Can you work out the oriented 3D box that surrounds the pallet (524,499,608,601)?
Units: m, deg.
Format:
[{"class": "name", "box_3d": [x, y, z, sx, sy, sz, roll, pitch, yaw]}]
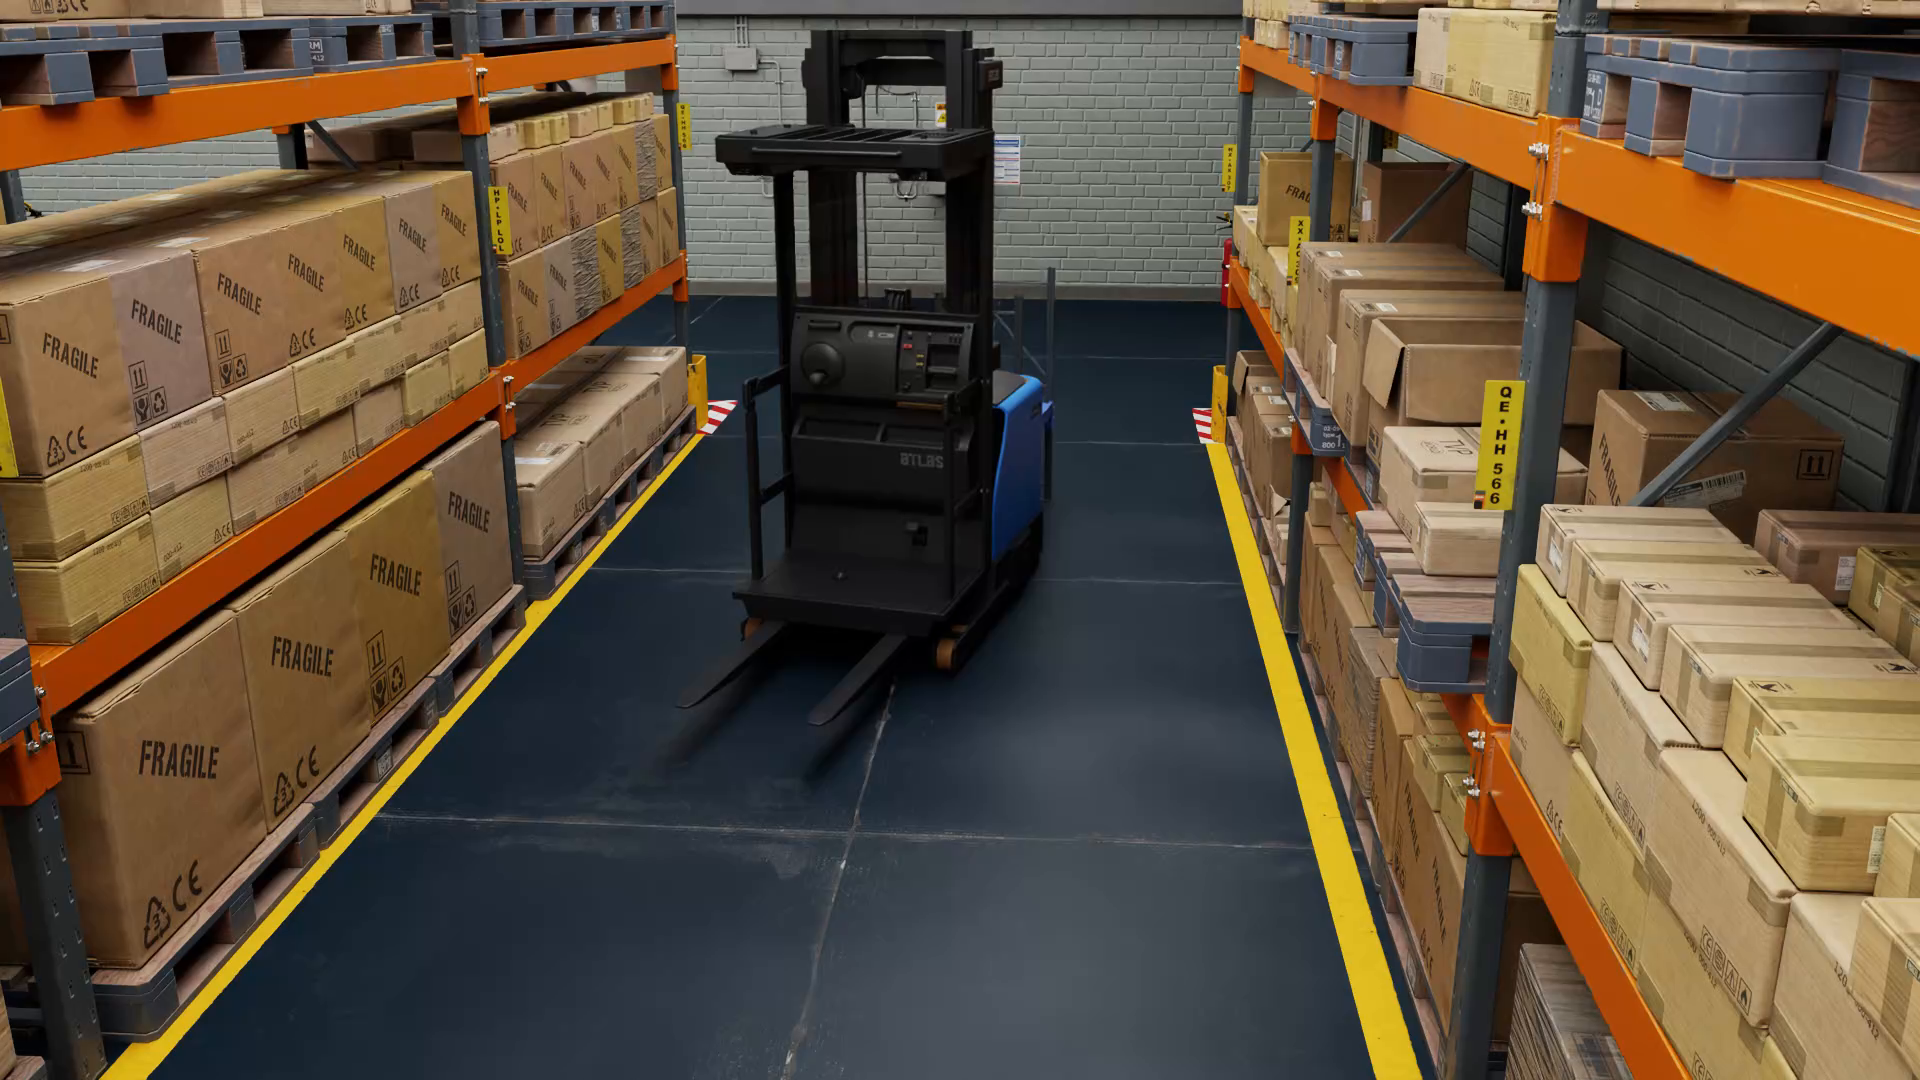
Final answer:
[{"class": "pallet", "box_3d": [-2.665, 0.030, 9.491, 1.003, 0.211, 1.213, 1, 18, 4]}]

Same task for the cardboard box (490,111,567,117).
[{"class": "cardboard box", "box_3d": [-2.475, -2.381, 9.565, 0.380, 0.149, 0.250, 1, 18, 4]}]

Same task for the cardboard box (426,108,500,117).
[{"class": "cardboard box", "box_3d": [-2.936, -2.466, 9.825, 0.380, 0.149, 0.250, 1, 18, 4]}]

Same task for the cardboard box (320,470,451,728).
[{"class": "cardboard box", "box_3d": [-2.820, 0.225, 7.157, 0.875, 0.875, 0.875, 2, 18, 6]}]

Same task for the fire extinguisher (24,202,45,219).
[{"class": "fire extinguisher", "box_3d": [-6.977, -2.236, 12.652, 0.296, 0.674, 0.183, 1, 18, 4]}]

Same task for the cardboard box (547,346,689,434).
[{"class": "cardboard box", "box_3d": [-2.459, -1.077, 11.834, 0.875, 0.438, 0.875, 1, 18, 2]}]

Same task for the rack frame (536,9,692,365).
[{"class": "rack frame", "box_3d": [-2.511, -2.303, 12.133, 1.000, 3.000, 0.127, 1, 18, 4]}]

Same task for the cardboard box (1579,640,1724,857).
[{"class": "cardboard box", "box_3d": [1.554, 0.413, 3.283, 0.500, 0.250, 0.500, 2, 18, 6]}]

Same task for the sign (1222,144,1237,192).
[{"class": "sign", "box_3d": [1.899, -2.616, 11.701, 0.100, 0.325, 0.005, 1, 18, 4]}]

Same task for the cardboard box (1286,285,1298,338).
[{"class": "cardboard box", "box_3d": [1.946, -1.184, 8.484, 0.500, 0.250, 0.500, 2, 18, 5]}]

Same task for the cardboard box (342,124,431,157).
[{"class": "cardboard box", "box_3d": [-2.966, -2.073, 8.626, 0.380, 0.149, 0.250, 2, 18, 5]}]

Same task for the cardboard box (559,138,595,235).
[{"class": "cardboard box", "box_3d": [-2.432, -2.041, 9.569, 0.500, 0.500, 0.500, 2, 18, 5]}]

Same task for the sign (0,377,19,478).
[{"class": "sign", "box_3d": [-2.543, -0.321, 4.354, 0.100, 0.325, 0.005, 1, 18, 4]}]

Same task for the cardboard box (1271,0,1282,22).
[{"class": "cardboard box", "box_3d": [2.057, -3.079, 9.447, 0.500, 0.250, 0.500, 1, 18, 3]}]

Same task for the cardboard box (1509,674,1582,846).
[{"class": "cardboard box", "box_3d": [1.591, 0.495, 3.835, 0.500, 0.250, 0.500, 1, 18, 4]}]

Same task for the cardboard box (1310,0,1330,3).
[{"class": "cardboard box", "box_3d": [1.682, -2.340, 6.999, 0.380, 0.149, 0.250, 1, 18, 5]}]

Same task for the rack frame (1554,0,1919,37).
[{"class": "rack frame", "box_3d": [1.866, -2.559, 3.282, 1.000, 3.000, 0.127, 1, 18, 4]}]

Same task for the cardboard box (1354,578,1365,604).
[{"class": "cardboard box", "box_3d": [1.851, 0.165, 6.901, 0.380, 0.149, 0.250, 1, 18, 4]}]

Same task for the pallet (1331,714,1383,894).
[{"class": "pallet", "box_3d": [2.048, 1.008, 6.508, 1.003, 0.211, 1.213, 1, 18, 4]}]

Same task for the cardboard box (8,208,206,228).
[{"class": "cardboard box", "box_3d": [-3.194, -0.978, 6.323, 0.500, 0.500, 0.500, 1, 18, 3]}]

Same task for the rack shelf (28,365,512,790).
[{"class": "rack shelf", "box_3d": [-2.941, -0.097, 6.558, 1.077, 0.370, 4.000, 1, 18, 4]}]

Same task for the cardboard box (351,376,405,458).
[{"class": "cardboard box", "box_3d": [-2.672, -0.530, 6.963, 0.500, 0.250, 0.500, 1, 18, 2]}]

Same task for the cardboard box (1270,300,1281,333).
[{"class": "cardboard box", "box_3d": [1.952, -1.259, 9.353, 0.380, 0.149, 0.250, 1, 18, 3]}]

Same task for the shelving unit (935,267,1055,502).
[{"class": "shelving unit", "box_3d": [0.223, -0.826, 10.035, 0.538, 1.500, 1.048, 4, 19, 13]}]

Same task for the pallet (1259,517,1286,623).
[{"class": "pallet", "box_3d": [2.203, 0.161, 9.092, 1.003, 0.211, 1.213, 1, 18, 4]}]

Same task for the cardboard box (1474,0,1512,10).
[{"class": "cardboard box", "box_3d": [1.708, -1.607, 4.793, 0.380, 0.149, 0.250, 1, 18, 4]}]

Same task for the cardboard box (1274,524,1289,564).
[{"class": "cardboard box", "box_3d": [1.900, 0.025, 8.934, 0.380, 0.149, 0.250, 1, 18, 2]}]

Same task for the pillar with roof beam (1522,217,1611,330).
[{"class": "pillar with roof beam", "box_3d": [-1.192, -4.094, 7.965, 9.100, 9.000, 0.400, 1, 18, 4]}]

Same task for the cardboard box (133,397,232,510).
[{"class": "cardboard box", "box_3d": [-2.764, -0.297, 5.449, 0.500, 0.250, 0.500, 2, 18, 5]}]

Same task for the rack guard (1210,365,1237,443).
[{"class": "rack guard", "box_3d": [2.434, -0.982, 12.116, 1.175, 0.500, 0.348, 1, 18, 4]}]

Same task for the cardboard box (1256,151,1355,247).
[{"class": "cardboard box", "box_3d": [2.032, -2.019, 9.825, 0.500, 0.500, 0.500, 2, 18, 5]}]

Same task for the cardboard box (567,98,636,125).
[{"class": "cardboard box", "box_3d": [-2.325, -2.779, 10.778, 0.380, 0.149, 0.250, 2, 18, 5]}]

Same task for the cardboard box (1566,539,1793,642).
[{"class": "cardboard box", "box_3d": [1.532, 0.111, 3.564, 0.380, 0.149, 0.250, 2, 18, 5]}]

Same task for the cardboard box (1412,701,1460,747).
[{"class": "cardboard box", "box_3d": [1.701, 0.646, 5.431, 0.380, 0.149, 0.250, 1, 18, 2]}]

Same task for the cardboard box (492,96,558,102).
[{"class": "cardboard box", "box_3d": [-2.894, -2.868, 11.051, 0.380, 0.149, 0.250, 2, 18, 6]}]

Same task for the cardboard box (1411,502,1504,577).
[{"class": "cardboard box", "box_3d": [1.531, -0.001, 4.838, 0.380, 0.149, 0.250, 2, 18, 5]}]

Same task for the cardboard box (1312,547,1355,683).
[{"class": "cardboard box", "box_3d": [1.866, 0.348, 7.382, 0.500, 0.500, 0.500, 1, 18, 3]}]

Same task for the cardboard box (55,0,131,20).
[{"class": "cardboard box", "box_3d": [-3.248, -2.044, 5.693, 0.500, 0.500, 0.500, 1, 18, 4]}]

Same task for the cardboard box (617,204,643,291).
[{"class": "cardboard box", "box_3d": [-2.360, -1.879, 10.679, 0.500, 0.500, 0.500, 2, 18, 6]}]

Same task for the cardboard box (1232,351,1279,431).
[{"class": "cardboard box", "box_3d": [2.302, -1.018, 11.549, 0.797, 0.503, 0.637, 1, 18, 2]}]

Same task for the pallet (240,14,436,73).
[{"class": "pallet", "box_3d": [-2.815, -2.109, 7.032, 0.805, 0.209, 1.217, 1, 18, 2]}]

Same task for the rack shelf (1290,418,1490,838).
[{"class": "rack shelf", "box_3d": [2.010, 0.012, 6.224, 1.077, 0.370, 4.000, 1, 18, 4]}]

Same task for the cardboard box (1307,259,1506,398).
[{"class": "cardboard box", "box_3d": [1.858, -0.892, 6.992, 0.700, 0.500, 0.500, 1, 18, 5]}]

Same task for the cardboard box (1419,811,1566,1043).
[{"class": "cardboard box", "box_3d": [1.682, 1.144, 4.955, 0.500, 0.500, 0.500, 2, 18, 6]}]

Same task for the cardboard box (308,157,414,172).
[{"class": "cardboard box", "box_3d": [-3.040, -1.736, 8.637, 0.500, 0.500, 0.500, 1, 18, 3]}]

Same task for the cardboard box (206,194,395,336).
[{"class": "cardboard box", "box_3d": [-2.665, -1.121, 6.760, 0.500, 0.500, 0.500, 2, 18, 6]}]

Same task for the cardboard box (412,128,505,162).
[{"class": "cardboard box", "box_3d": [-2.516, -1.984, 8.351, 0.380, 0.149, 0.250, 1, 18, 3]}]

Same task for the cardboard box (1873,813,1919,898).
[{"class": "cardboard box", "box_3d": [1.546, 0.512, 2.340, 0.380, 0.149, 0.250, 1, 18, 4]}]

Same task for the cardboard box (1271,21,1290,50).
[{"class": "cardboard box", "box_3d": [1.965, -2.854, 9.401, 0.380, 0.149, 0.250, 2, 18, 5]}]

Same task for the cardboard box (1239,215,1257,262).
[{"class": "cardboard box", "box_3d": [2.103, -1.972, 10.886, 0.500, 0.250, 0.500, 1, 18, 5]}]

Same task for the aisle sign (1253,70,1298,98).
[{"class": "aisle sign", "box_3d": [2.152, -3.456, 11.478, 0.394, 0.787, 0.004, 1, 18, 4]}]

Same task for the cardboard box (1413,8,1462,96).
[{"class": "cardboard box", "box_3d": [1.732, -1.539, 5.226, 0.500, 0.250, 0.500, 1, 18, 4]}]

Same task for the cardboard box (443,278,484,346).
[{"class": "cardboard box", "box_3d": [-2.587, -1.084, 7.853, 0.500, 0.250, 0.500, 1, 18, 4]}]

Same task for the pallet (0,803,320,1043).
[{"class": "pallet", "box_3d": [-2.953, 1.264, 5.727, 1.003, 0.211, 1.213, 1, 18, 4]}]

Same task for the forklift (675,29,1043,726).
[{"class": "forklift", "box_3d": [-0.448, -0.896, 7.952, 1.130, 2.935, 3.031, 5, 19, 16]}]
